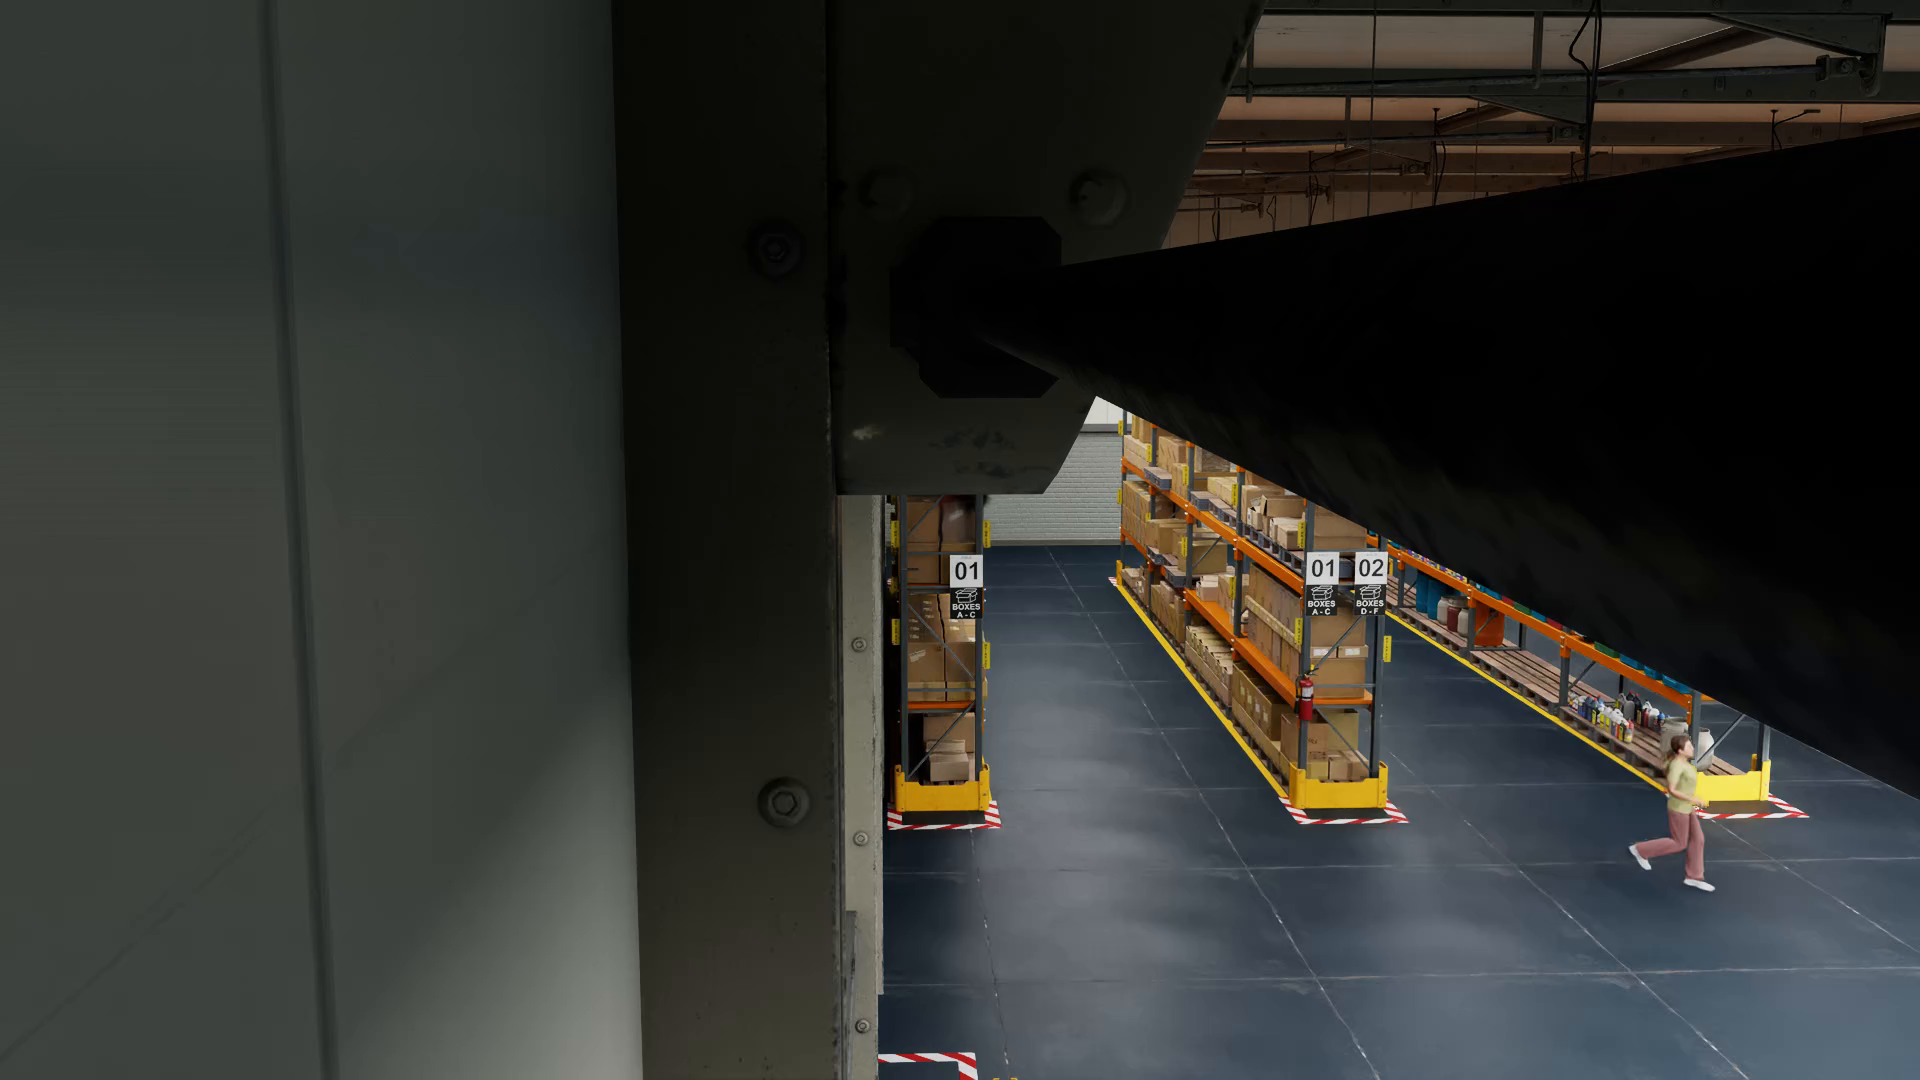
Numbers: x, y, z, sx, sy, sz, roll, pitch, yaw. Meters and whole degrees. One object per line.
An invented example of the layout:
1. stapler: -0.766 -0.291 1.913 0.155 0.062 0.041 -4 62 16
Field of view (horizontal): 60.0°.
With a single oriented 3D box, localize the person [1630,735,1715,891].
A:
1. person: 7.702 2.907 17.886 0.866 1.664 0.587 5 10 29
